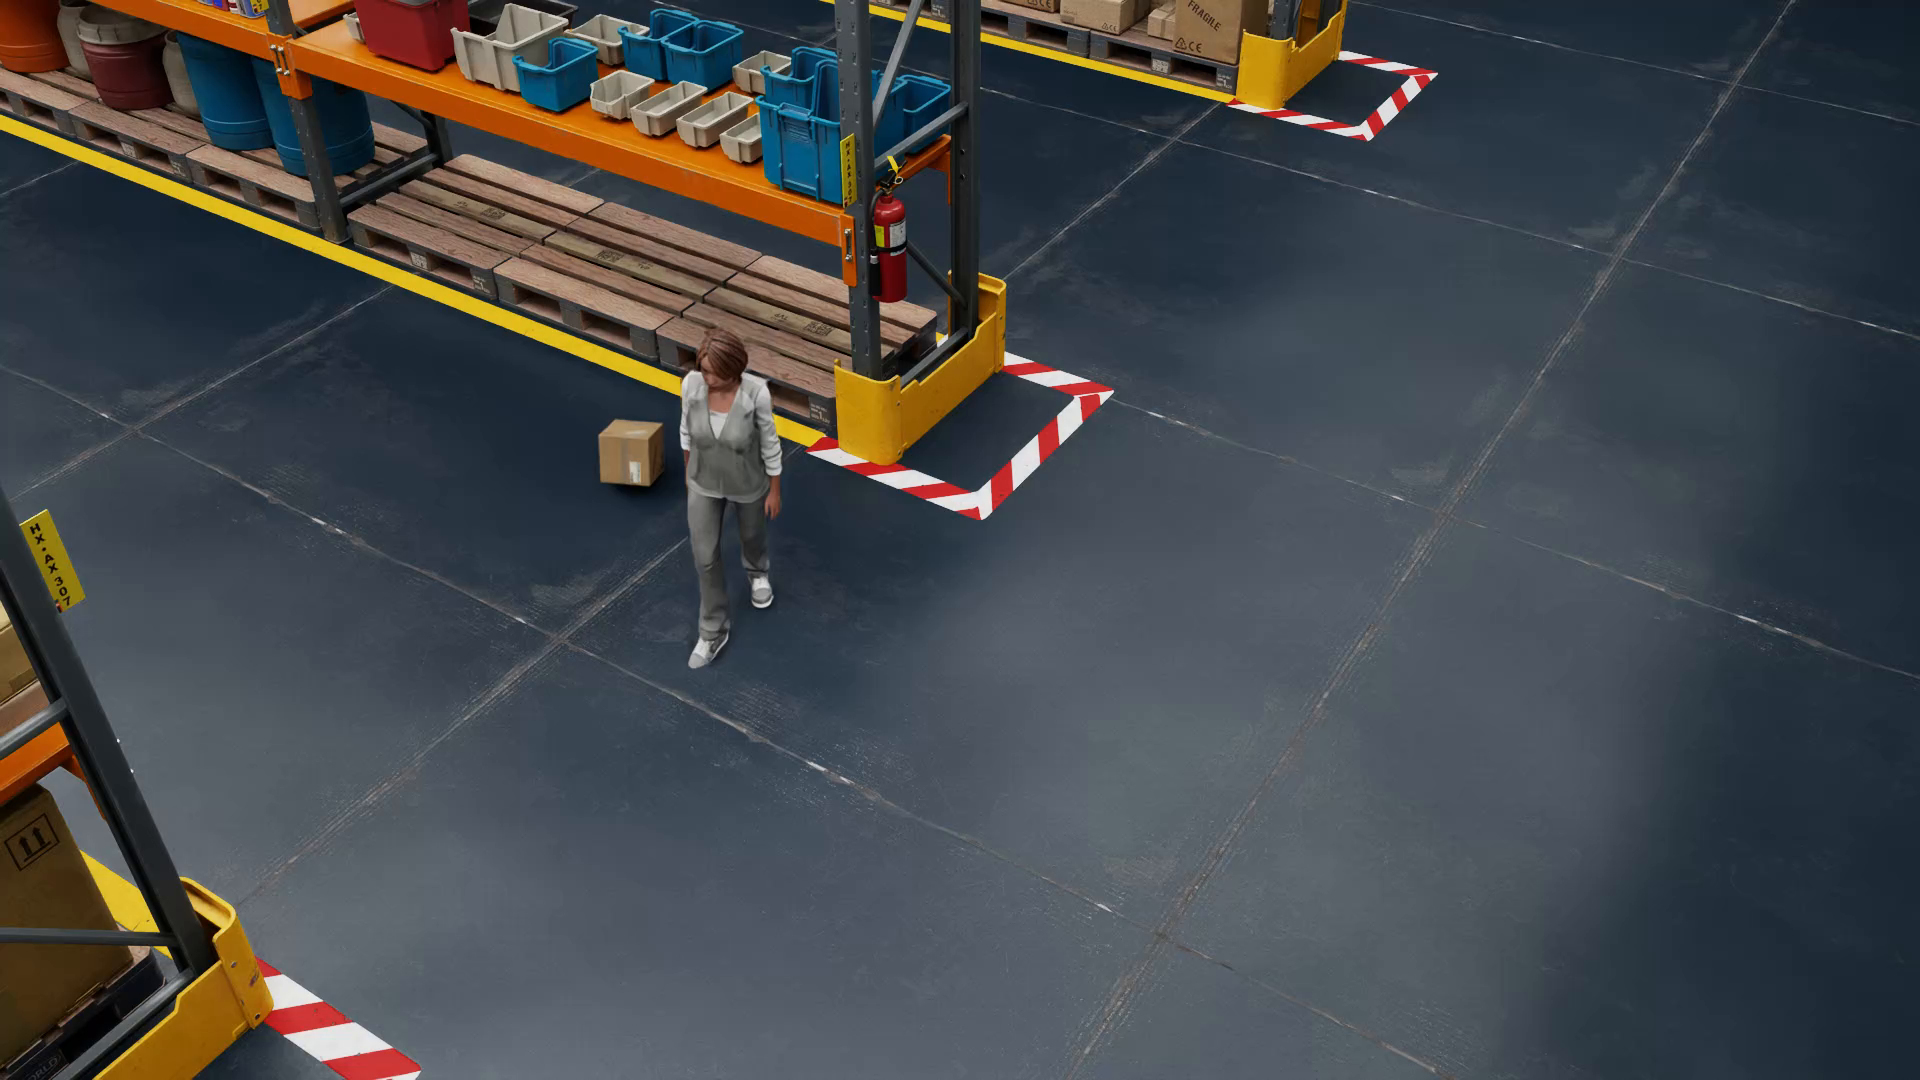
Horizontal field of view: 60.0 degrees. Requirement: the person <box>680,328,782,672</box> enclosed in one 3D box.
[{"bbox_3d":[-0.957,-0.232,7.003,0.457,1.612,0.657,1,39,2],"label":"person"}]
